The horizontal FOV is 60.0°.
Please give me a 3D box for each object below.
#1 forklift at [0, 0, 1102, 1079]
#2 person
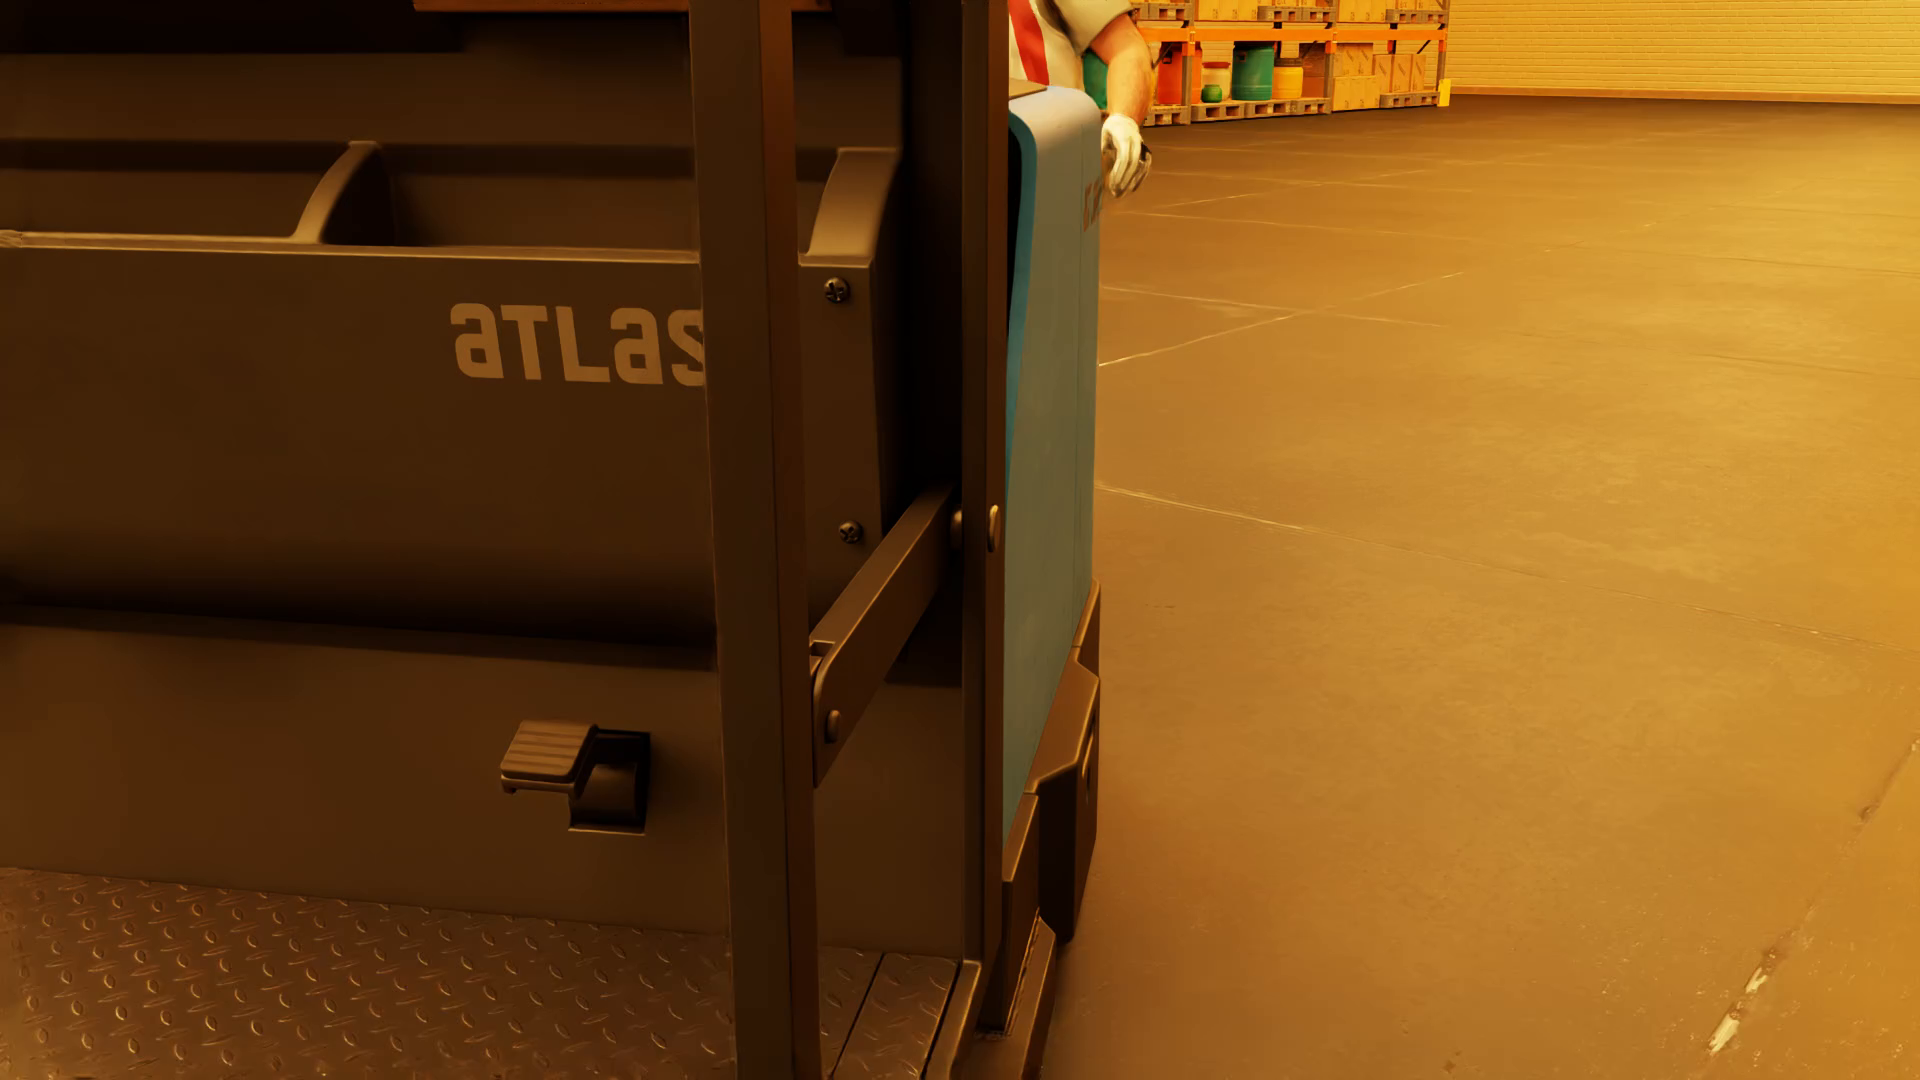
[{"bbox_3d":[-0.547,-0.655,1.053,1.130,2.935,3.031,3,17,10],"label":"forklift"},{"bbox_3d":[-0.025,-0.694,3.449,0.907,1.624,0.632,7,18,21],"label":"person"}]
